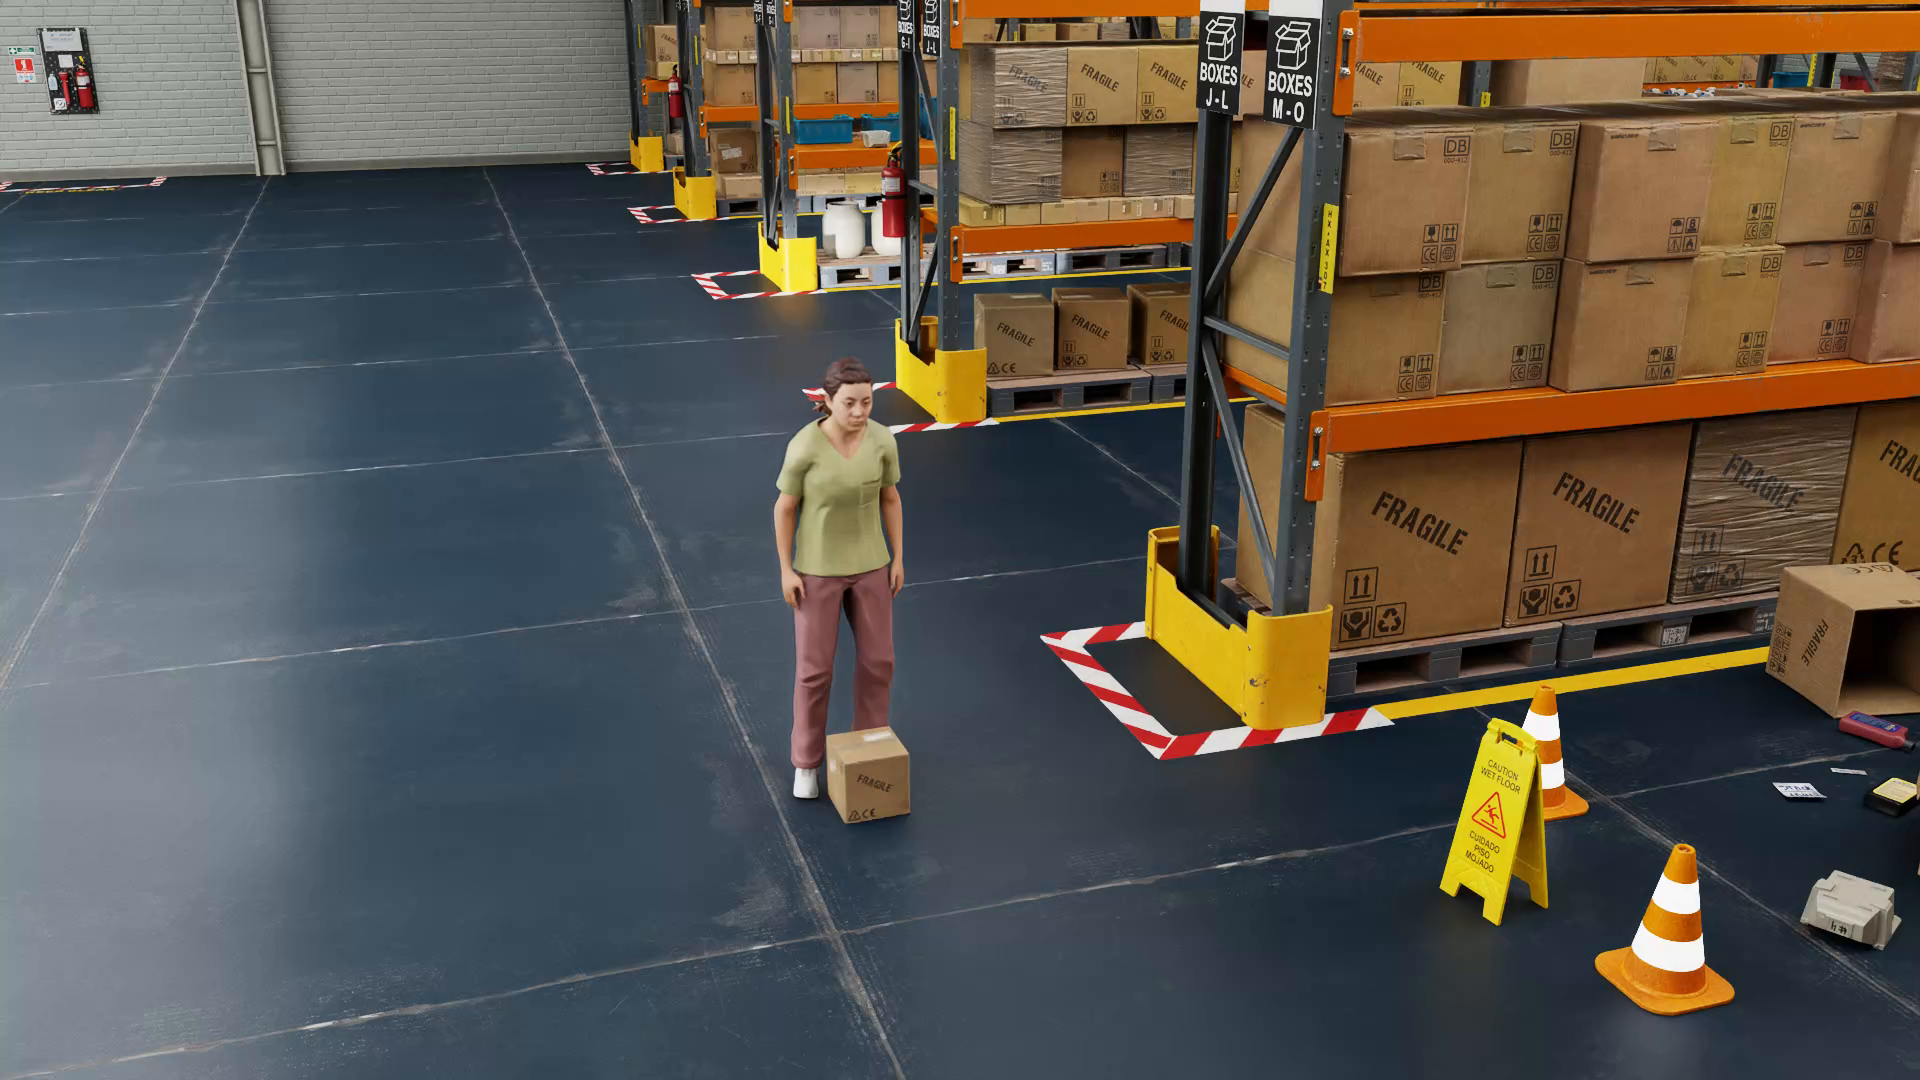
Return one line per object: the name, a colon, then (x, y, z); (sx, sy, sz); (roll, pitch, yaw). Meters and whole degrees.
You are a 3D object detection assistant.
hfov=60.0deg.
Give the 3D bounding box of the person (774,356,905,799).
person: (-0.430, 0.129, 6.204); (0.499, 1.672, 0.364); (-7, 21, -19)
